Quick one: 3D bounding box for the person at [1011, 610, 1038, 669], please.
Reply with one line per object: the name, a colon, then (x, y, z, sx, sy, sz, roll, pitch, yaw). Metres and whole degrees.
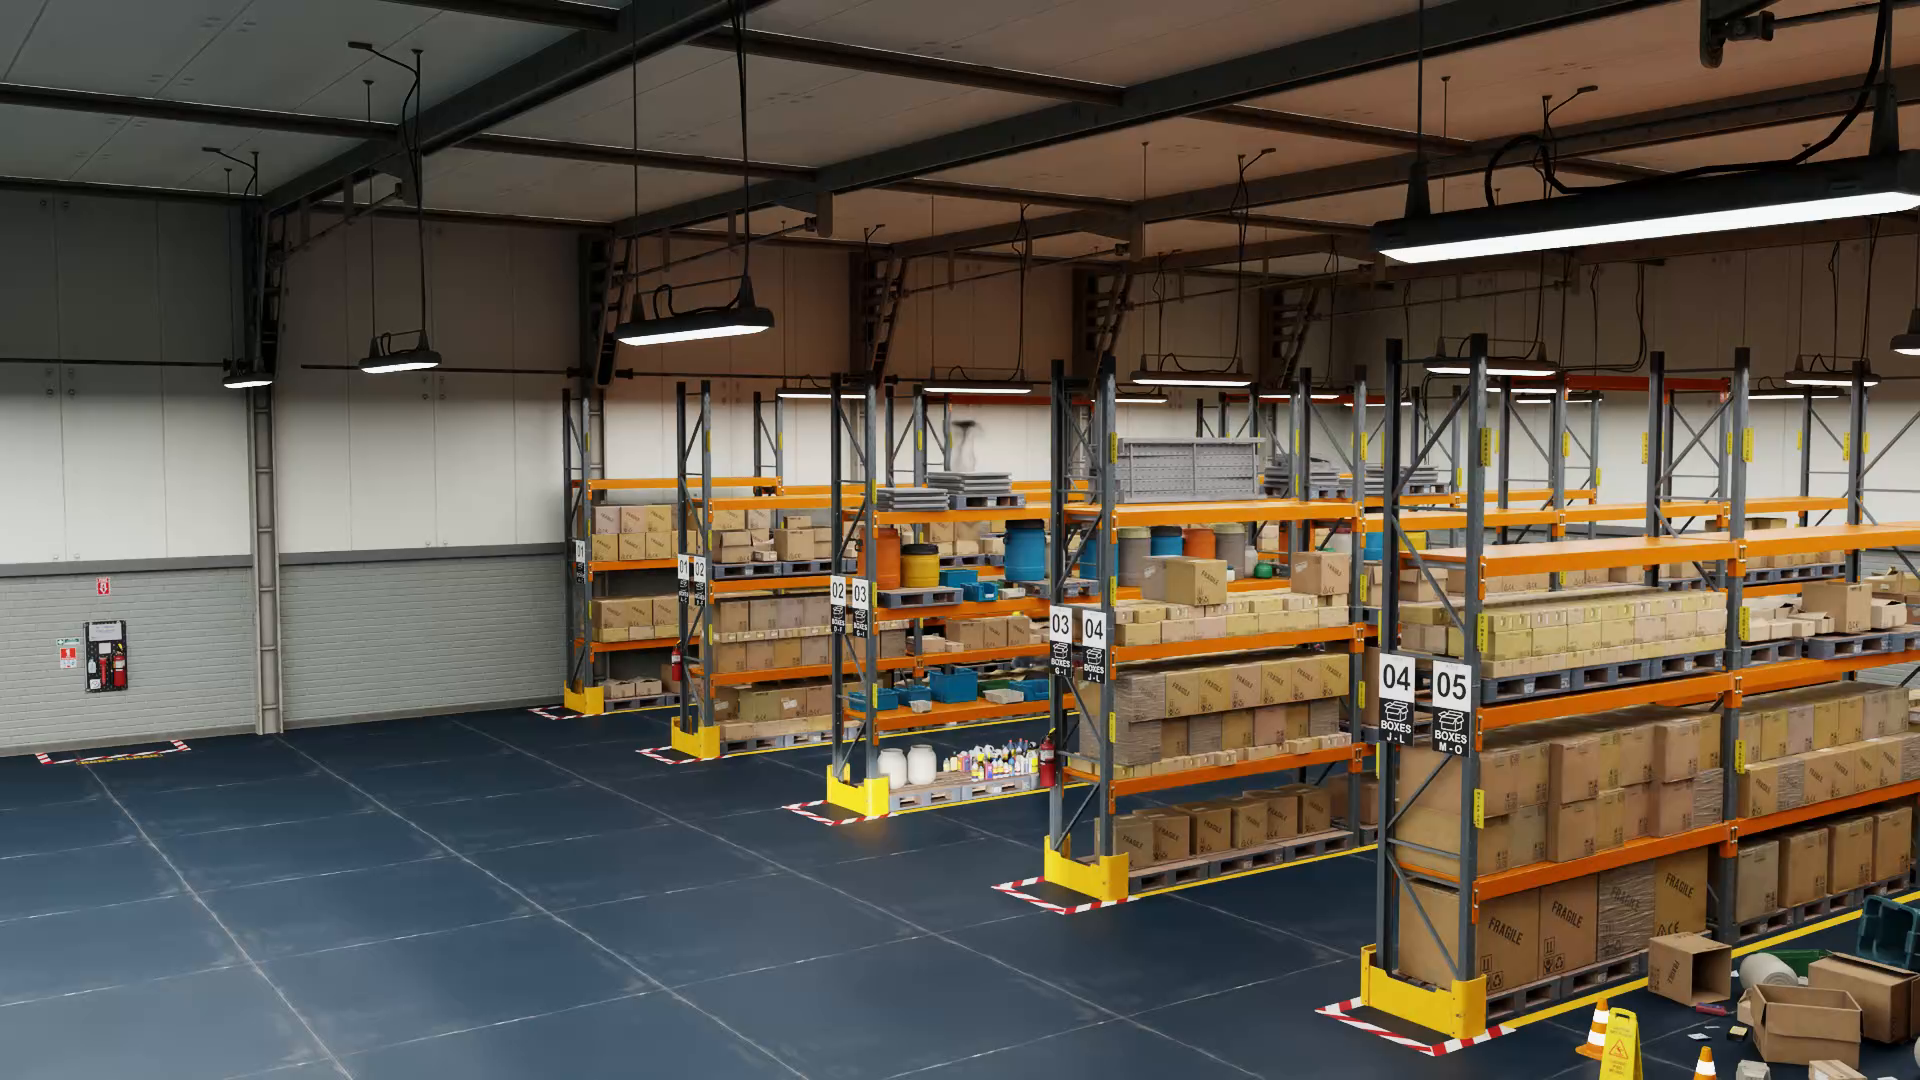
person: (1.314, 2.137, 33.695, 0.678, 1.764, 0.655, -2, 4, -29)

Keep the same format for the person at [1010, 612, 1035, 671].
person: (1.292, 2.237, 32.563, 0.873, 1.708, 0.672, -2, 4, -31)
